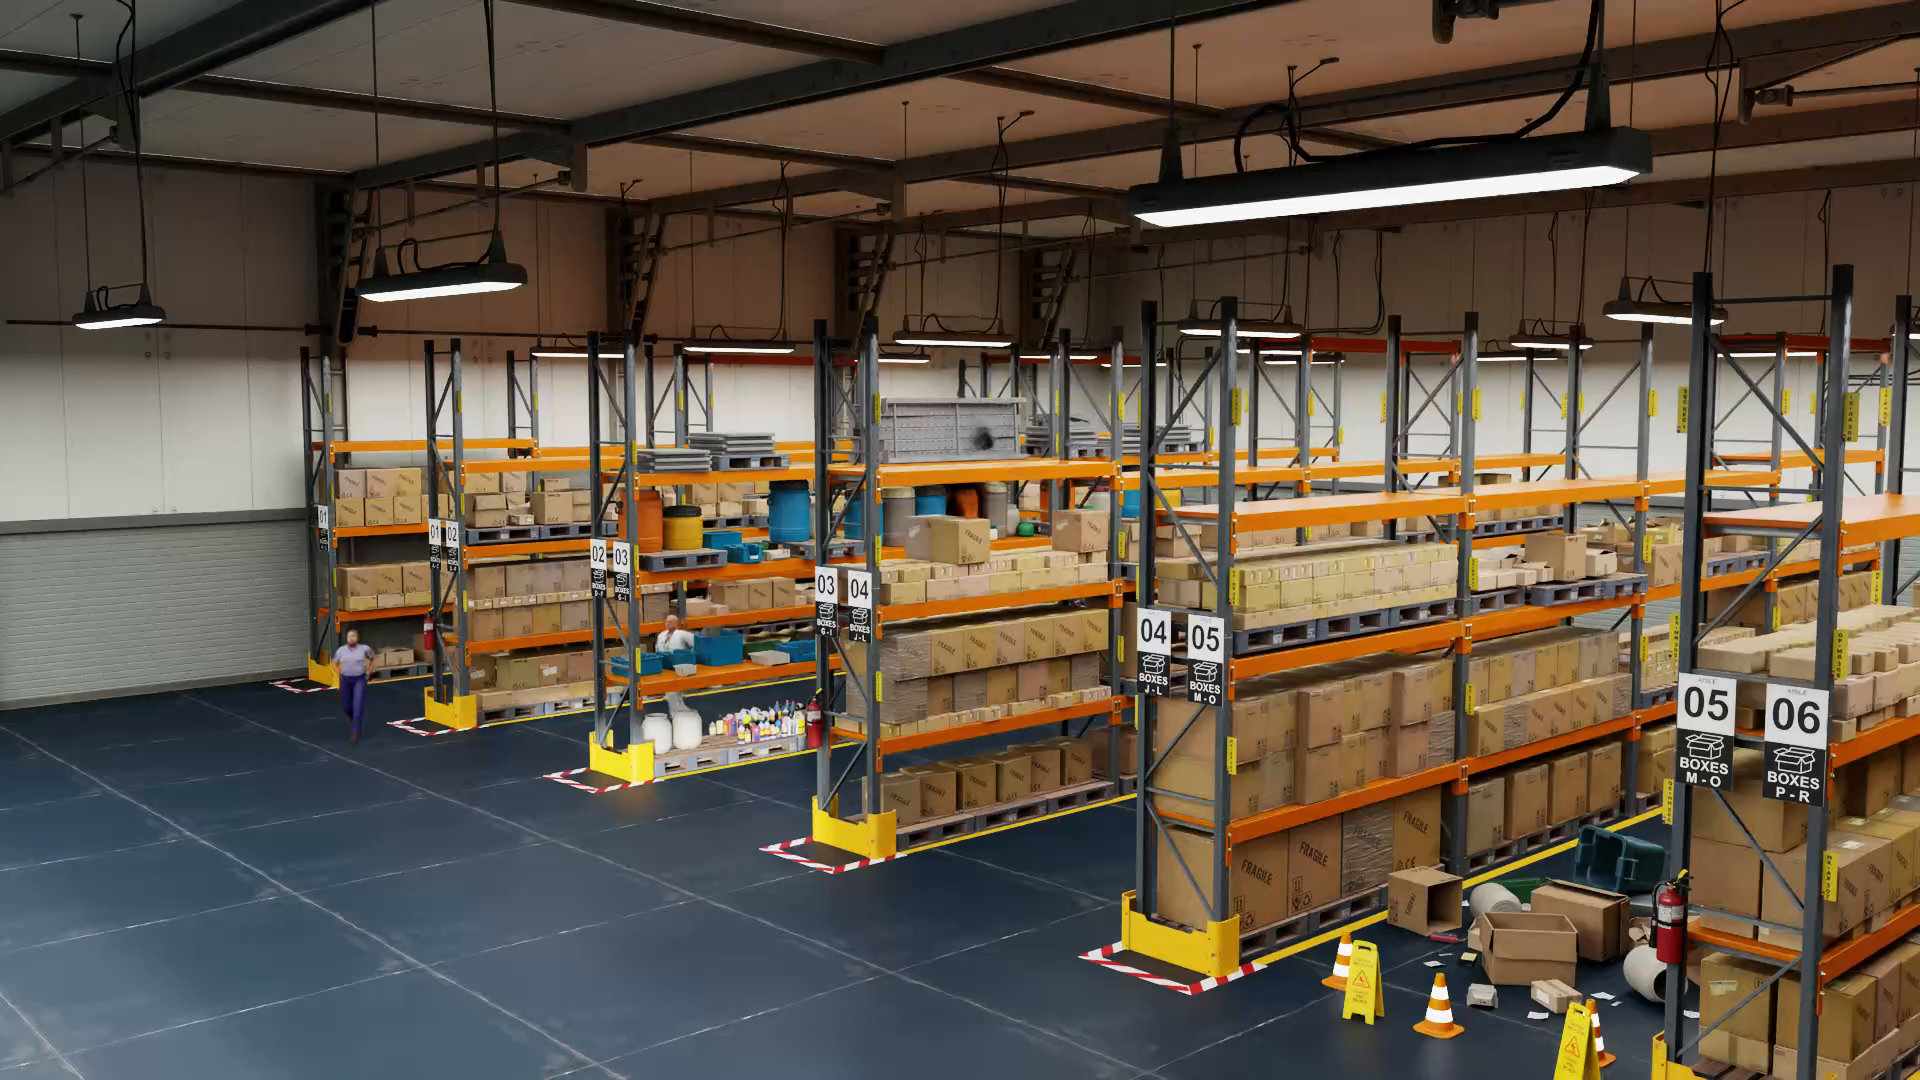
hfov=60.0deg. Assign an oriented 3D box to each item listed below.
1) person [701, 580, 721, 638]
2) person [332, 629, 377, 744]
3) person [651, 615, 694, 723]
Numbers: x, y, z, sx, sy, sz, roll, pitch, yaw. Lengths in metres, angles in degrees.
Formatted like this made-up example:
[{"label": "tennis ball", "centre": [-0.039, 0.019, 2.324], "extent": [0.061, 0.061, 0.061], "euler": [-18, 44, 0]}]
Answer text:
[{"label": "person", "centre": [-4.638, 1.588, 31.370], "extent": [0.618, 1.684, 0.762], "euler": [5, 7, 43]}, {"label": "person", "centre": [-9.082, 2.154, 24.906], "extent": [0.614, 1.641, 0.858], "euler": [-1, 5, -10]}, {"label": "person", "centre": [-4.395, 2.053, 25.465], "extent": [0.682, 1.824, 0.812], "euler": [3, 6, 32]}]
